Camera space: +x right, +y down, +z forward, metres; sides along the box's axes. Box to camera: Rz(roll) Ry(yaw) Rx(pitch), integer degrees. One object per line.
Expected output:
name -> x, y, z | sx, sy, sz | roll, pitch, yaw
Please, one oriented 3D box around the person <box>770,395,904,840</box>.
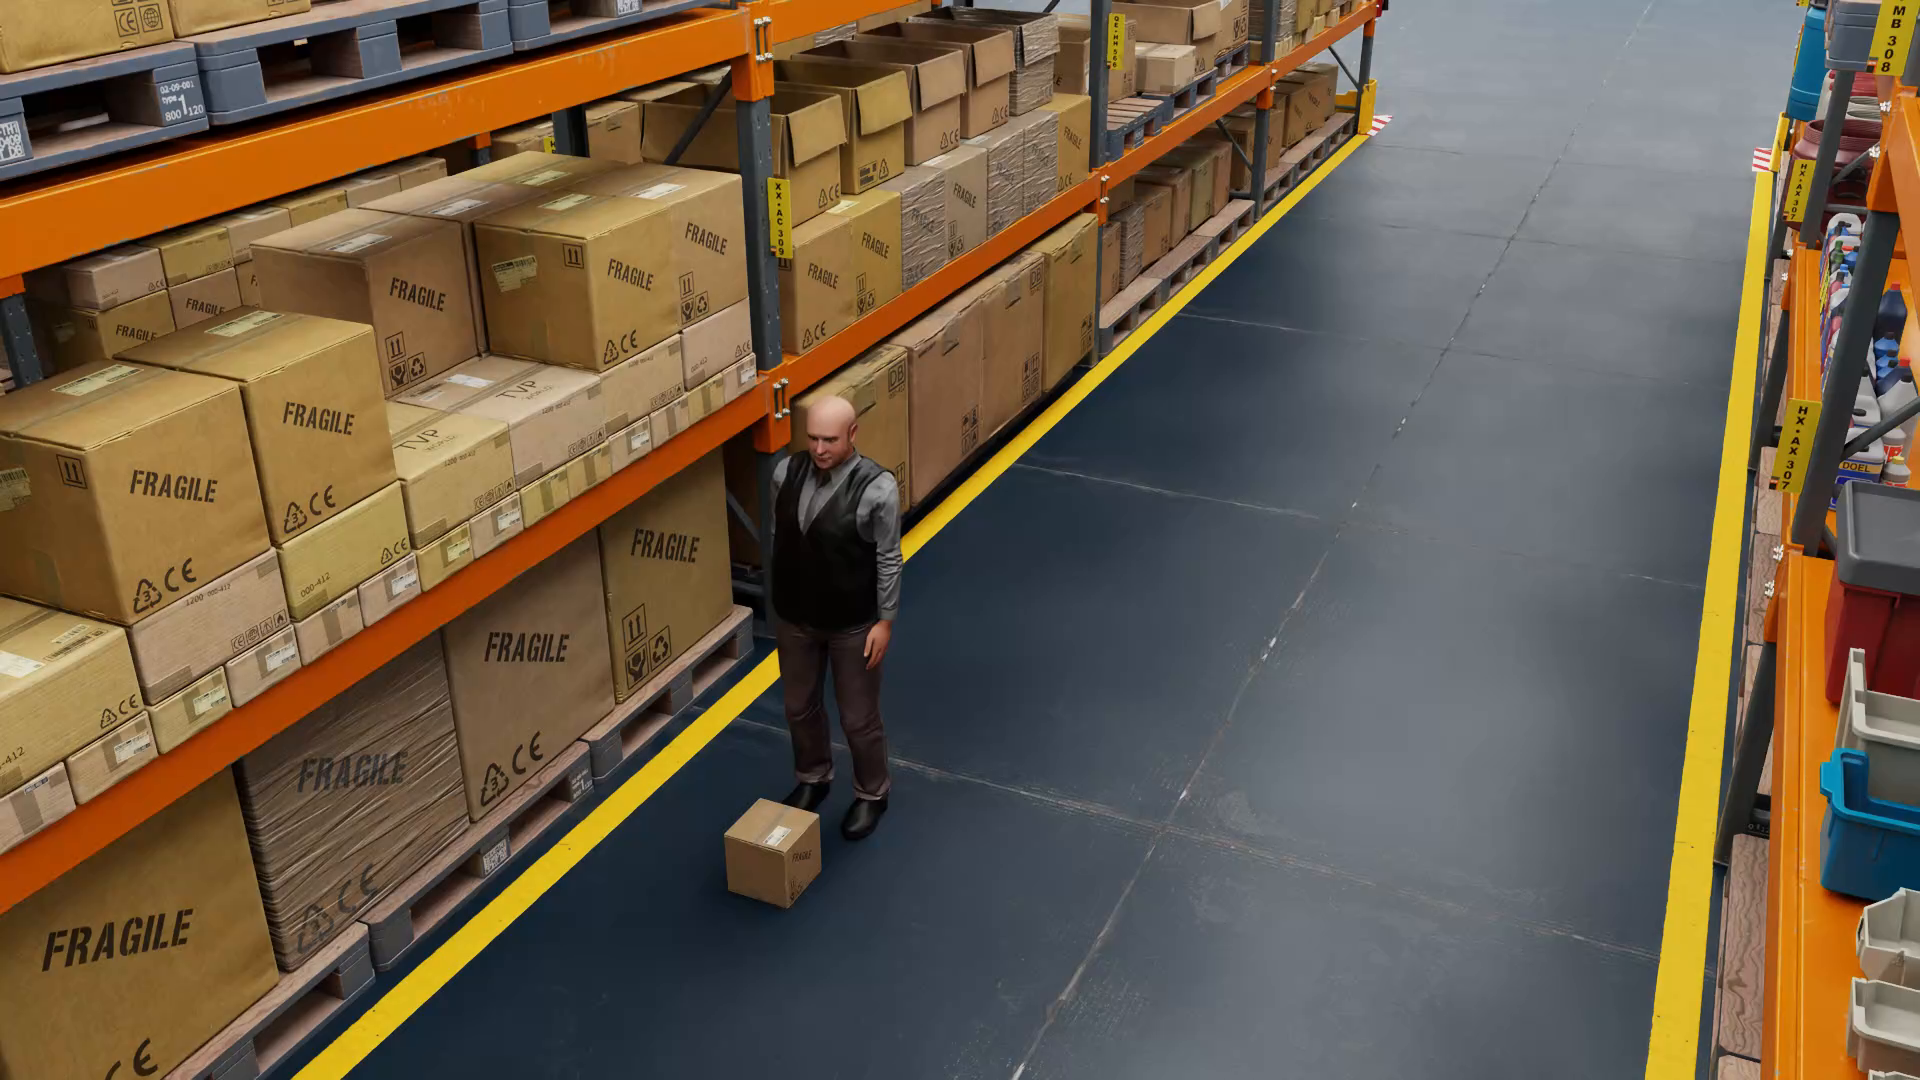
person -> -0.456, 0.284, 6.070 | 0.533, 1.717, 0.359 | 12, 28, 23
